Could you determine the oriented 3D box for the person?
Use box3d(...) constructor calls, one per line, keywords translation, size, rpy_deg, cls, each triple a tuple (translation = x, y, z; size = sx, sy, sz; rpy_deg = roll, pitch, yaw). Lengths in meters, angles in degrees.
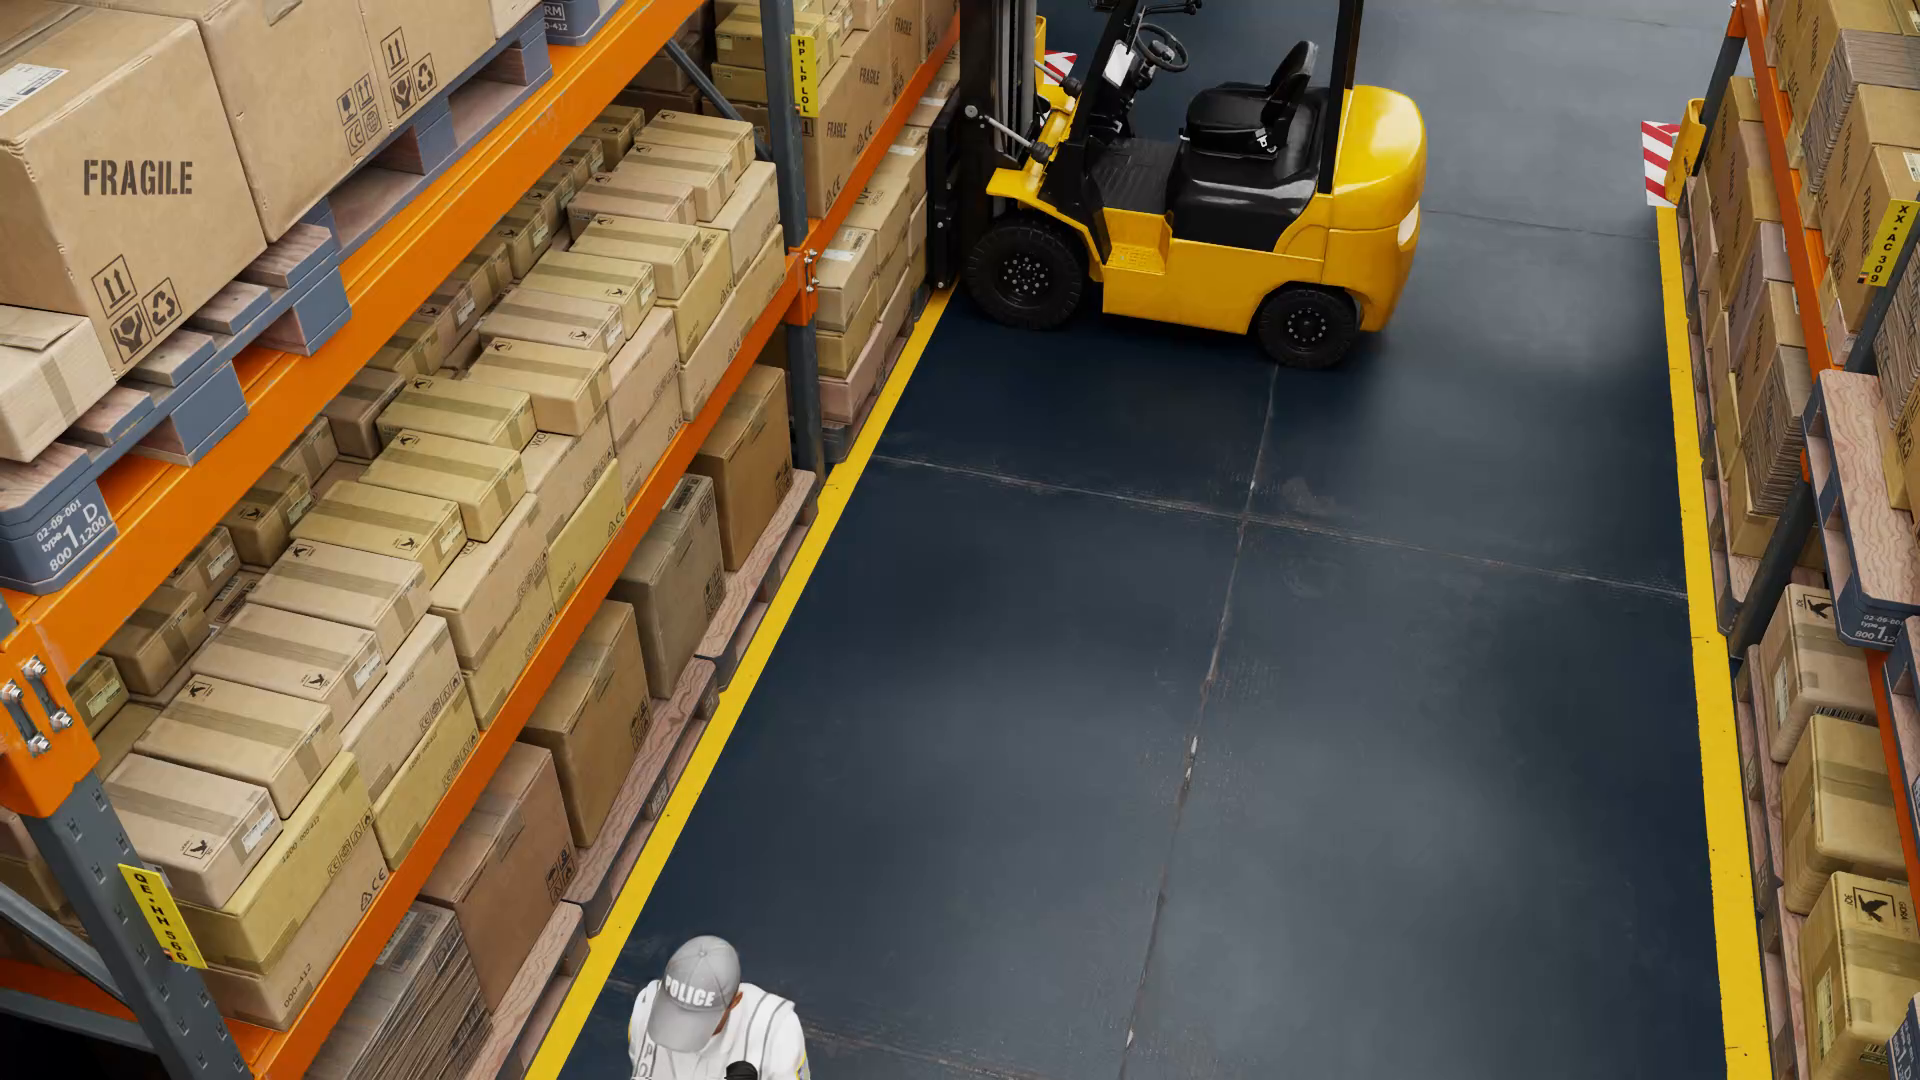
box3d(translation=(-0.608, 1.616, 4.307), size=(0.495, 1.691, 0.466), rpy_deg=(6, 42, 7), cls="person")
